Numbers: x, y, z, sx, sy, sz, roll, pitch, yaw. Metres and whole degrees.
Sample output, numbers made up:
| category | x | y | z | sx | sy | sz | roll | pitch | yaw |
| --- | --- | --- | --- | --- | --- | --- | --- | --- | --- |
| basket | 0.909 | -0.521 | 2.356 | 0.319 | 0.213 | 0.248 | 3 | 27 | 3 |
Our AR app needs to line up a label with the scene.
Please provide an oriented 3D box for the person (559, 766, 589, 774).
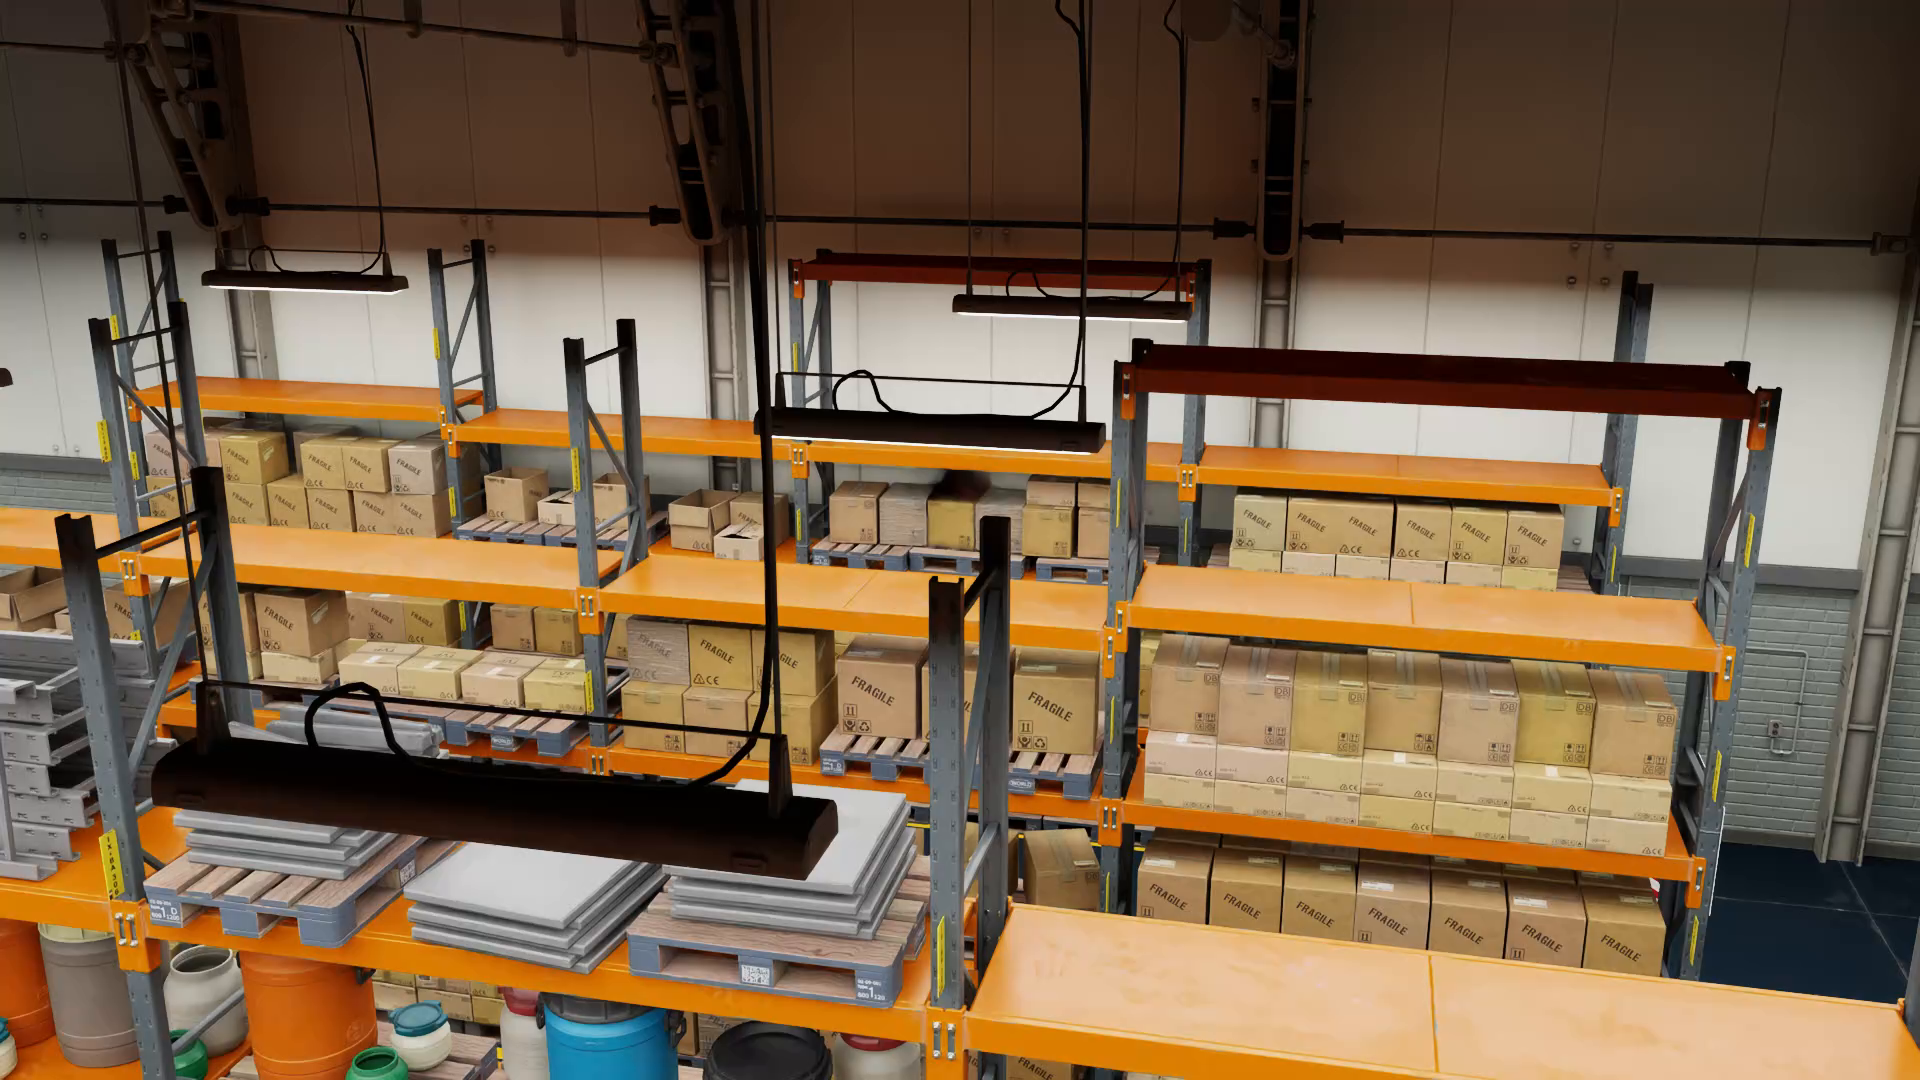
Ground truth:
| category | x | y | z | sx | sy | sz | roll | pitch | yaw |
| --- | --- | --- | --- | --- | --- | --- | --- | --- | --- |
| person | -3.615 | 2.689 | 16.004 | 0.592 | 1.756 | 0.778 | -14 | 22 | -40 |
